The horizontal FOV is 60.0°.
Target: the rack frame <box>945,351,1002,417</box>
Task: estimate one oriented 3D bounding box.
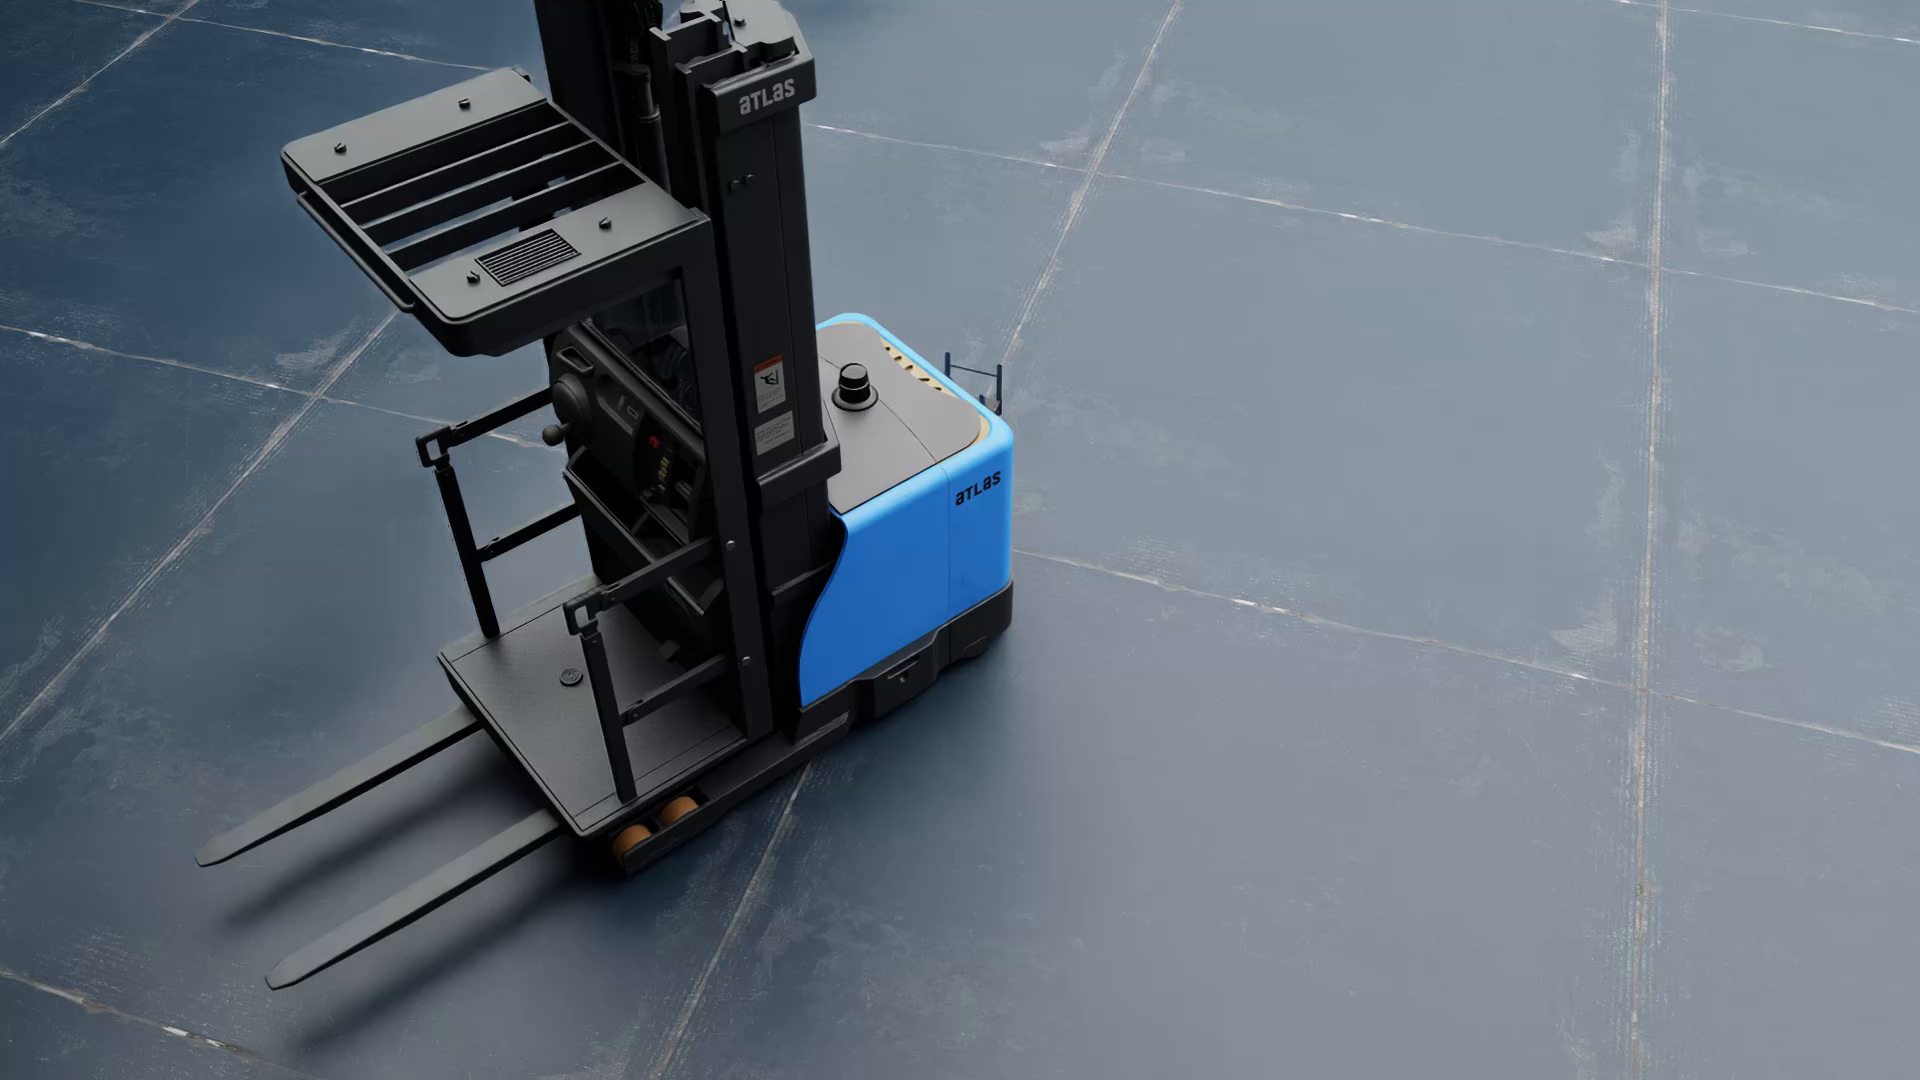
[{"bbox_3d":[0.054,-0.400,6.914,0.240,0.900,0.006,14,46,14],"label":"rack frame"}]

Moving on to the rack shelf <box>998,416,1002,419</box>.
[{"bbox_3d":[0.018,-0.438,6.743,0.258,0.077,0.200,14,46,14],"label":"rack shelf"}]

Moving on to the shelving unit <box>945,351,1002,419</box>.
[{"bbox_3d":[0.019,-0.334,6.846,0.258,0.900,0.208,14,46,14],"label":"shelving unit"}]
